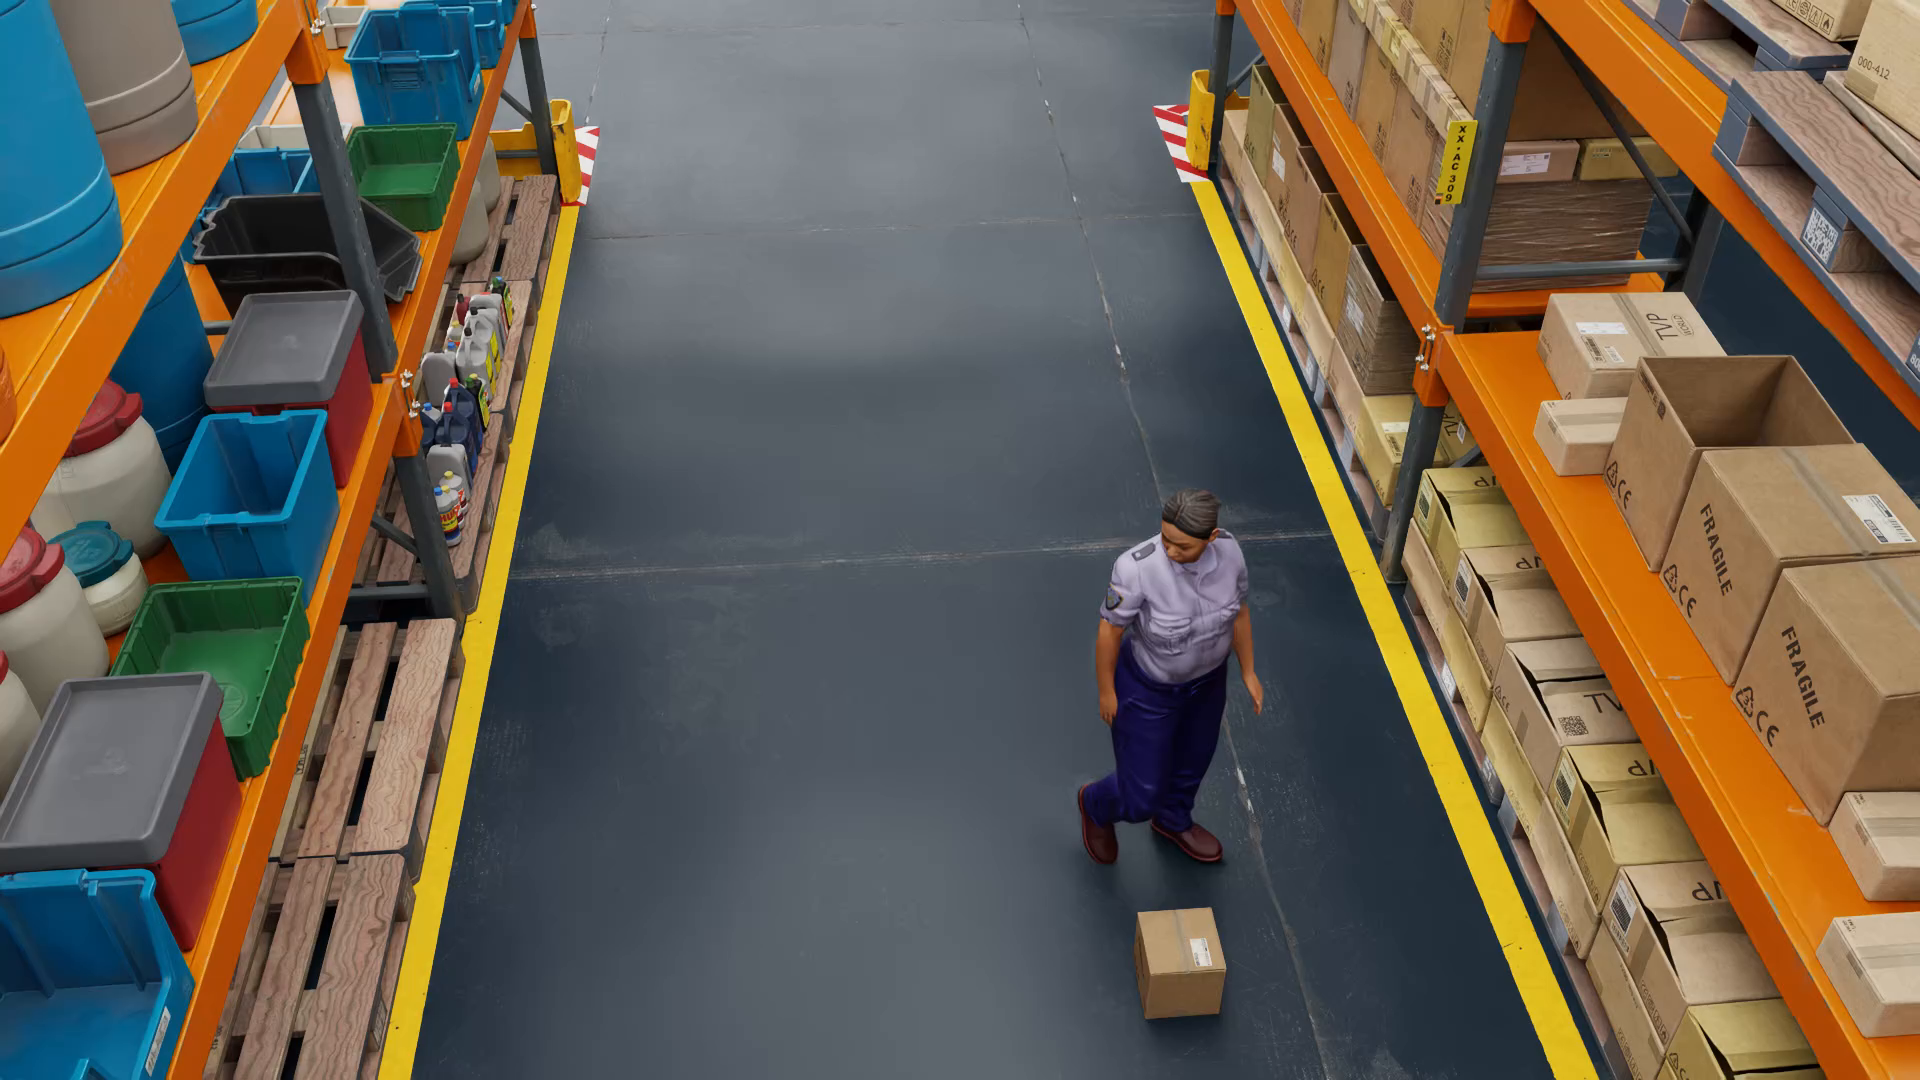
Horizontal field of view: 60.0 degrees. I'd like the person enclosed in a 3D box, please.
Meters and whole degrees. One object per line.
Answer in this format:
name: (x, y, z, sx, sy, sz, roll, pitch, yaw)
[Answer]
person: (0.701, 0.477, 5.556, 0.542, 1.649, 0.436, -22, 44, -24)
